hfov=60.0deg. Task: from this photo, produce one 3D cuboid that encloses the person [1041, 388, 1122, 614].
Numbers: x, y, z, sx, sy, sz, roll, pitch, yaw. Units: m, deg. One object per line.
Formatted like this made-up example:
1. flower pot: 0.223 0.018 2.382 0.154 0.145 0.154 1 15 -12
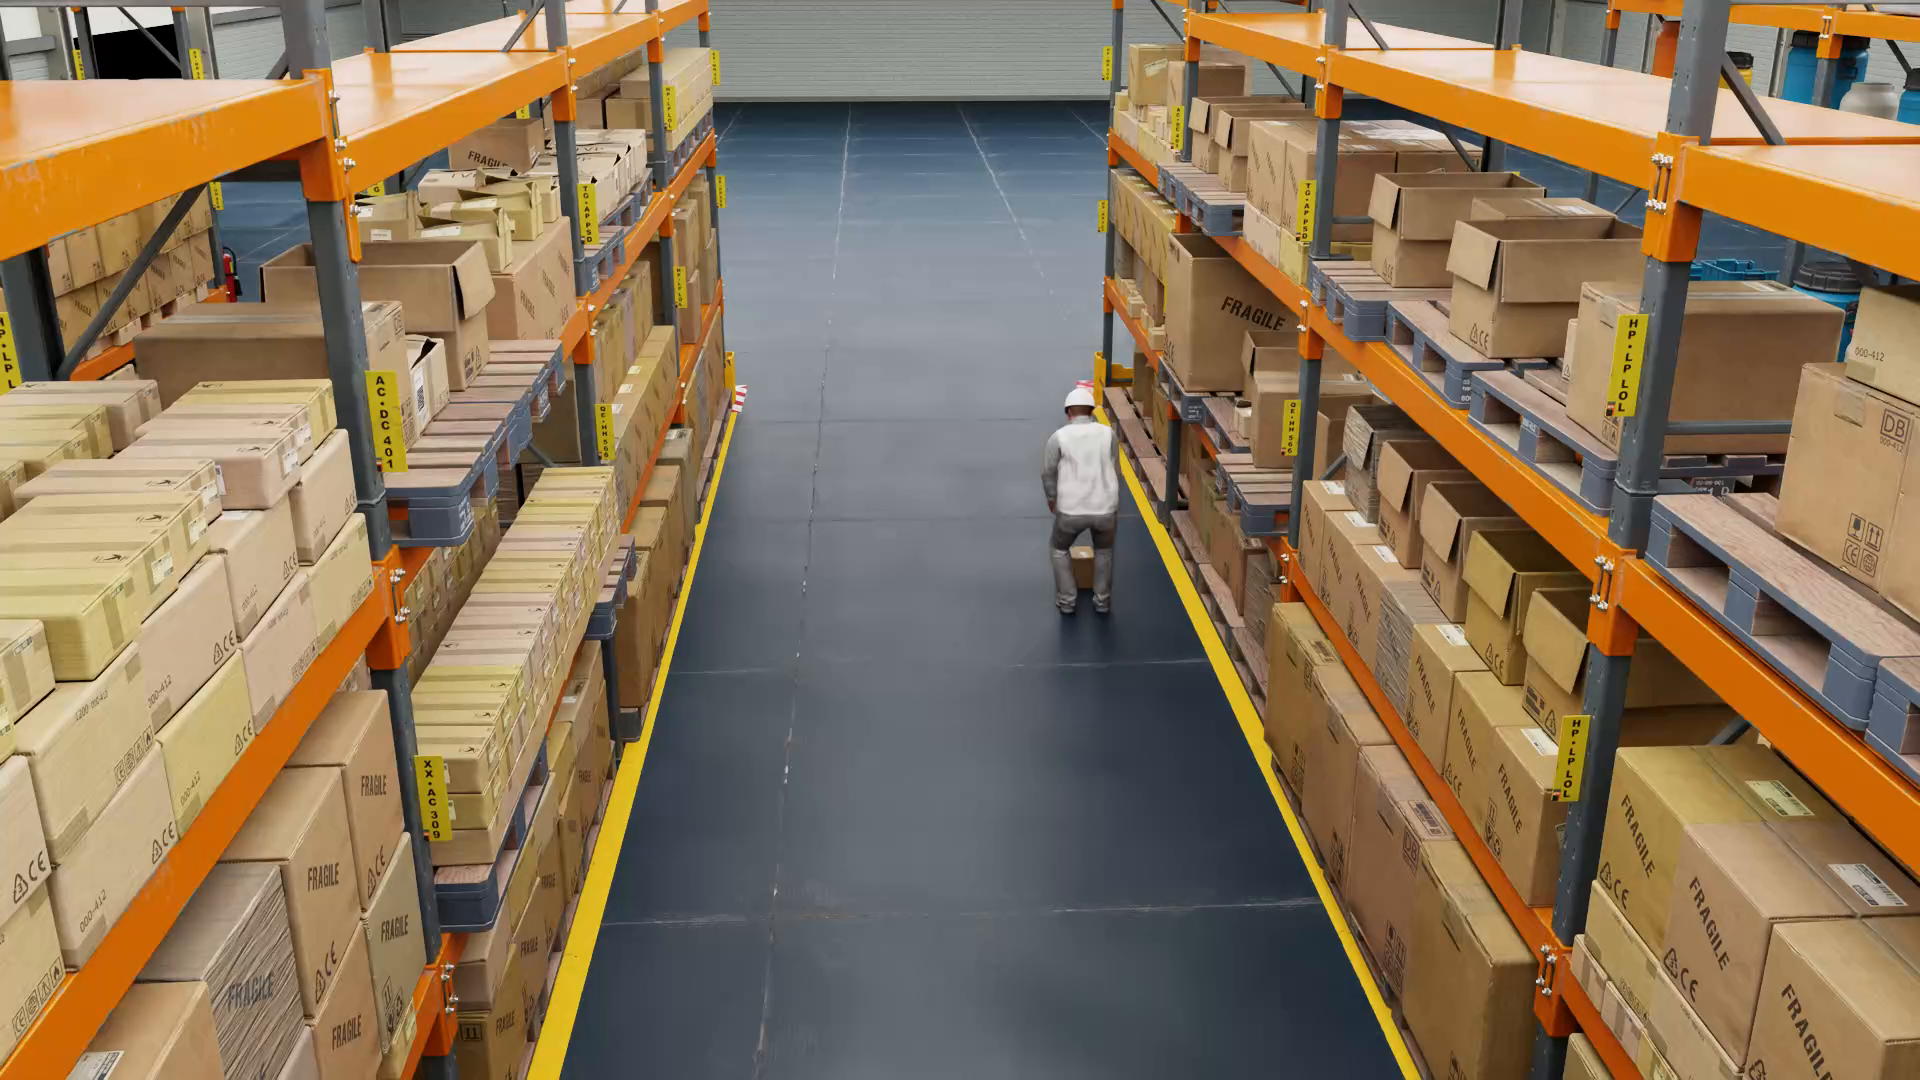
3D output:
1. person: 0.874 -0.268 12.021 0.583 1.607 0.627 -1 20 -2
